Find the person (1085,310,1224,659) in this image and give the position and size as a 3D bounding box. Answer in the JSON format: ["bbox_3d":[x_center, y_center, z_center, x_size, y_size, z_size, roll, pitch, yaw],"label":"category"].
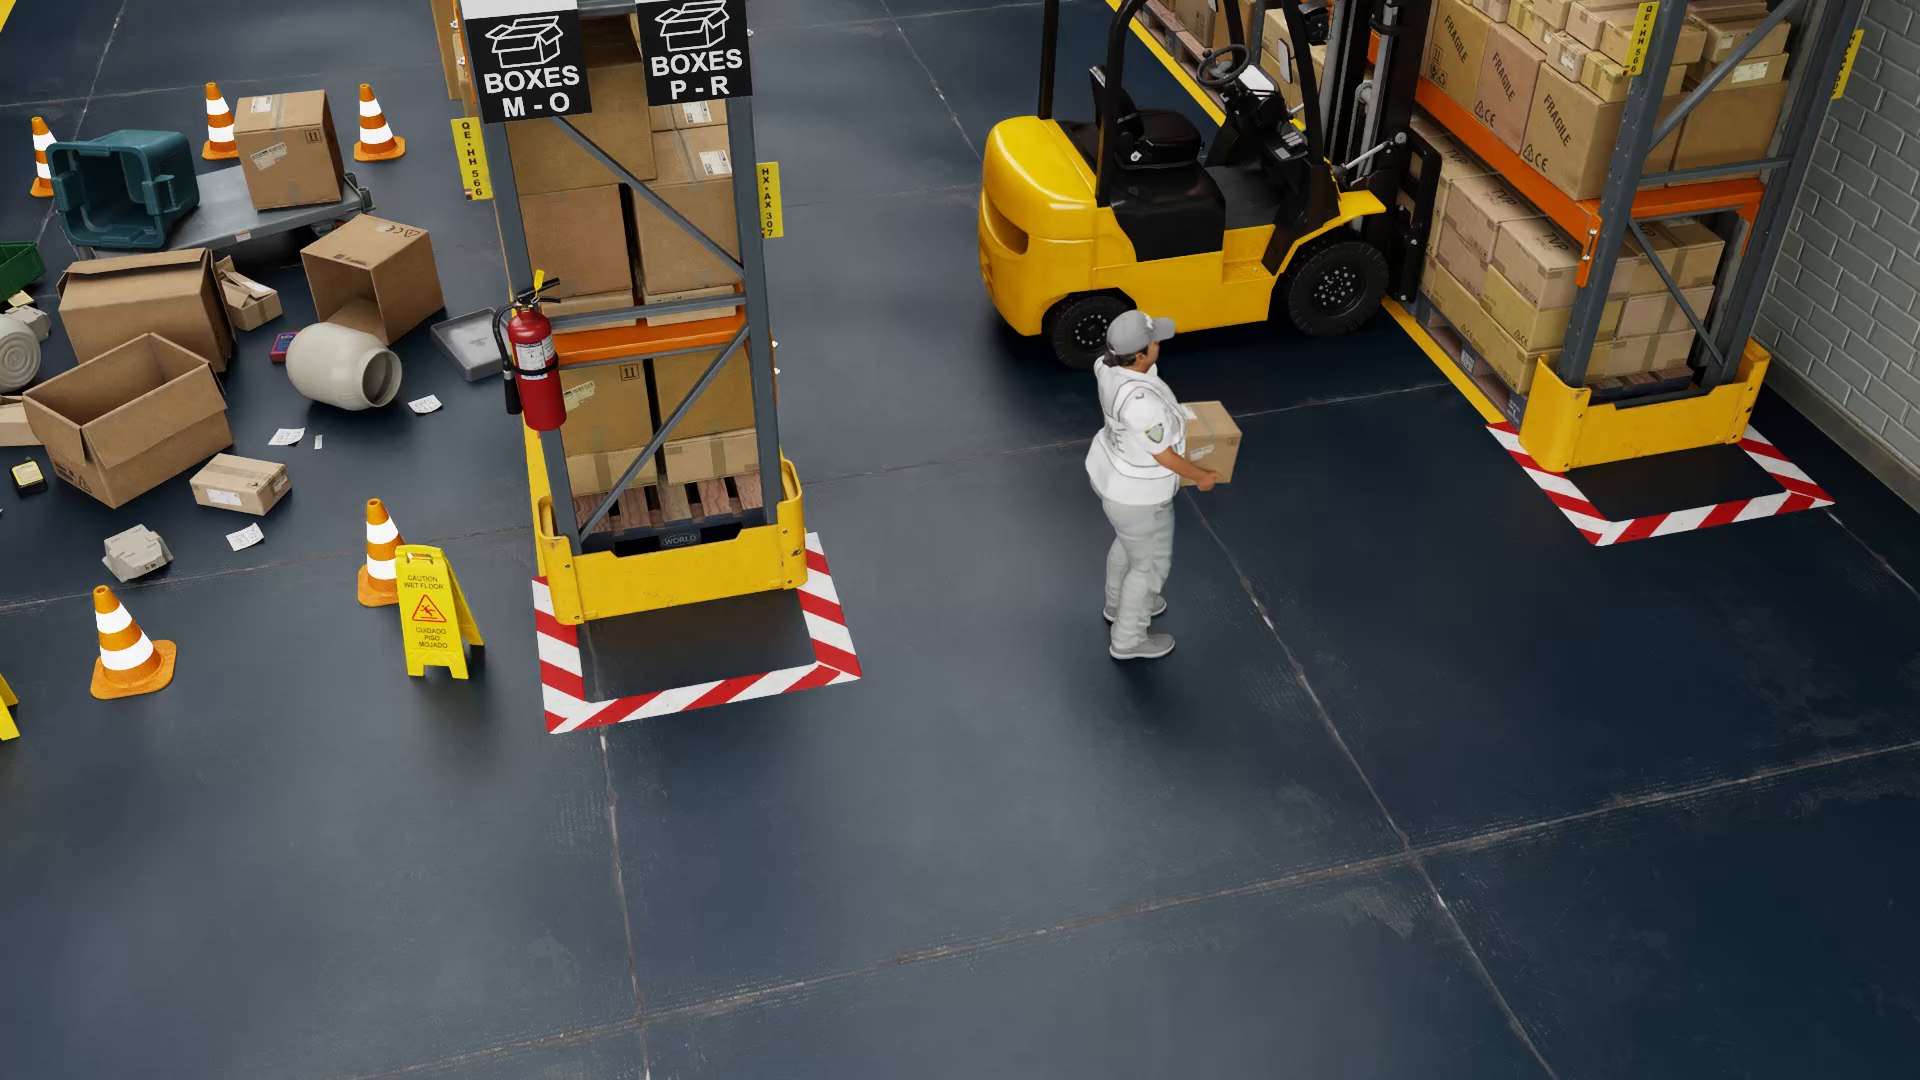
[{"bbox_3d":[0.806,-0.248,7.031,0.534,1.653,0.453,-9,39,-12],"label":"person"}]
